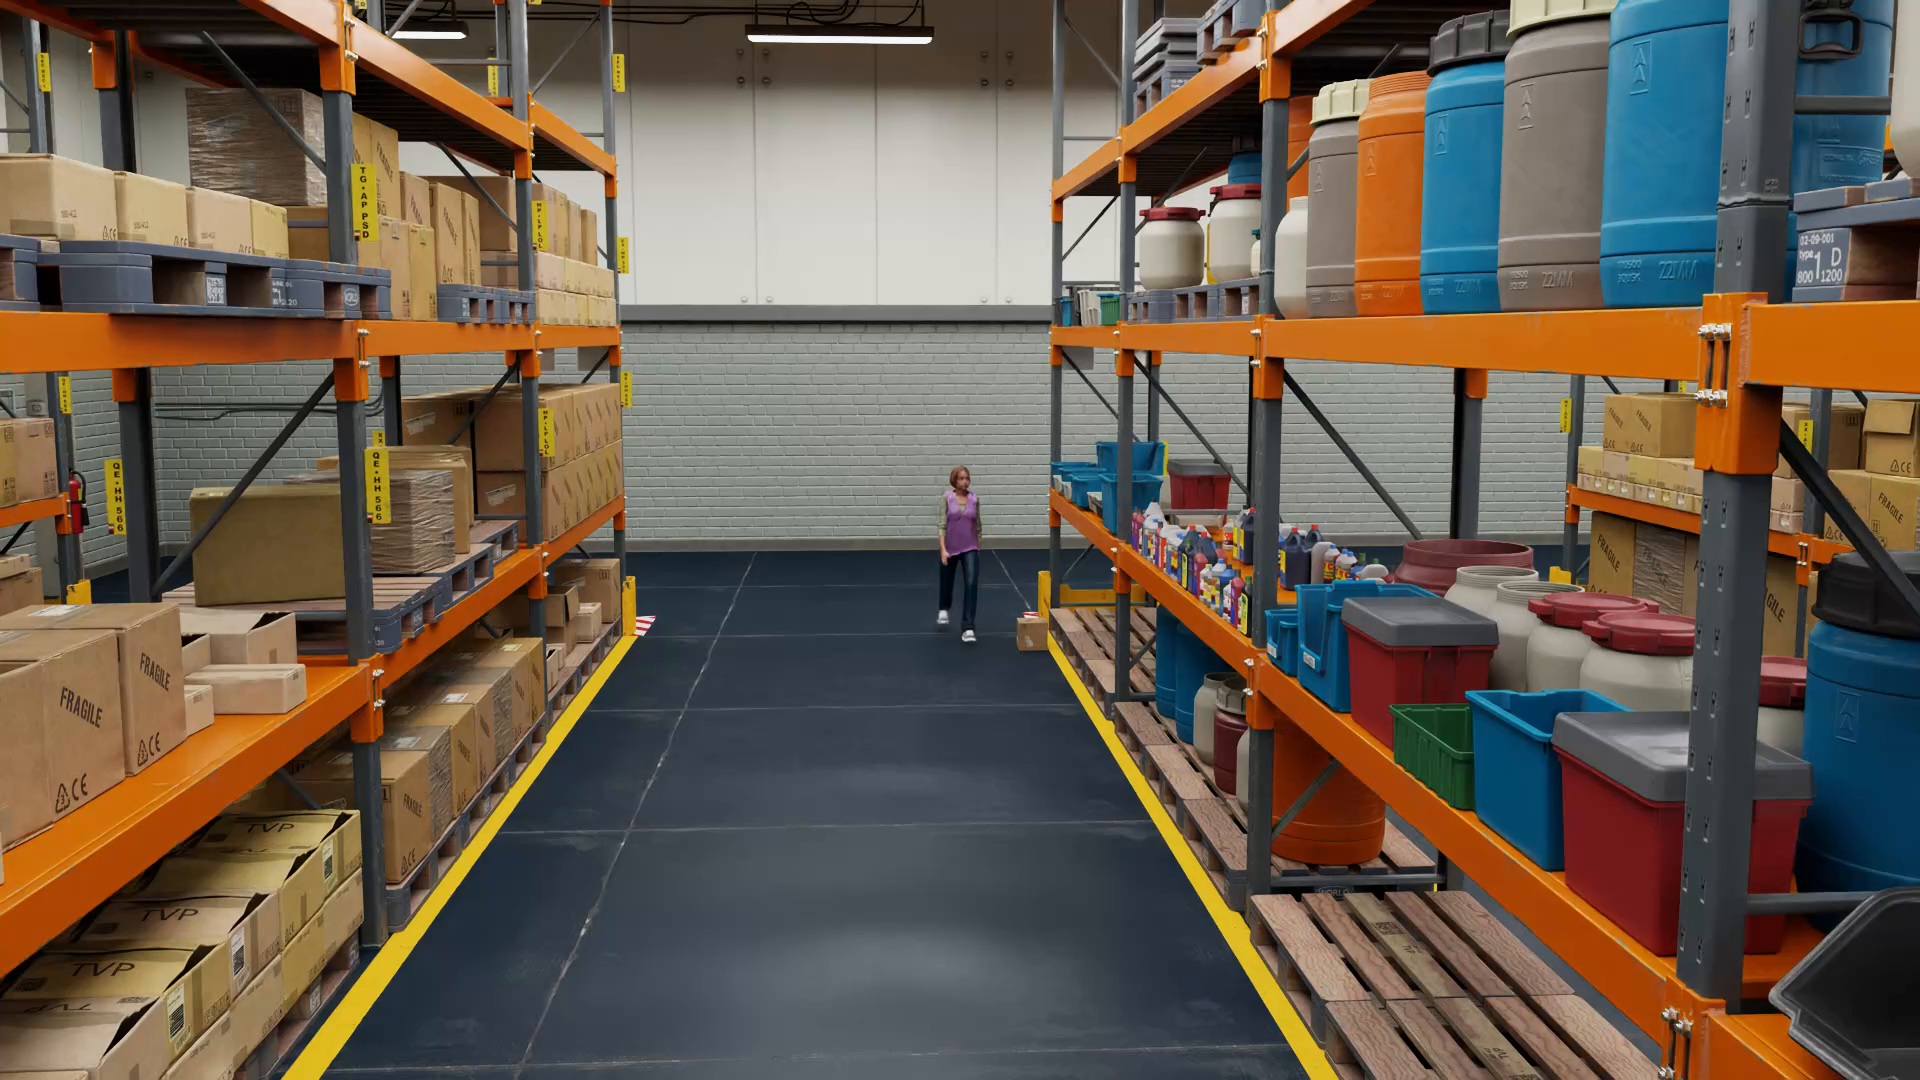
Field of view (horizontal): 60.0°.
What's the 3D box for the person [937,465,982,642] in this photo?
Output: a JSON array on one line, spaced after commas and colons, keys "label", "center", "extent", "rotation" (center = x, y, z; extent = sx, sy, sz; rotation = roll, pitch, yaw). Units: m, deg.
[{"label": "person", "center": [0.000, 0.096, 14.979], "extent": [0.421, 1.543, 0.913], "rotation": [-1, 7, -7]}]
